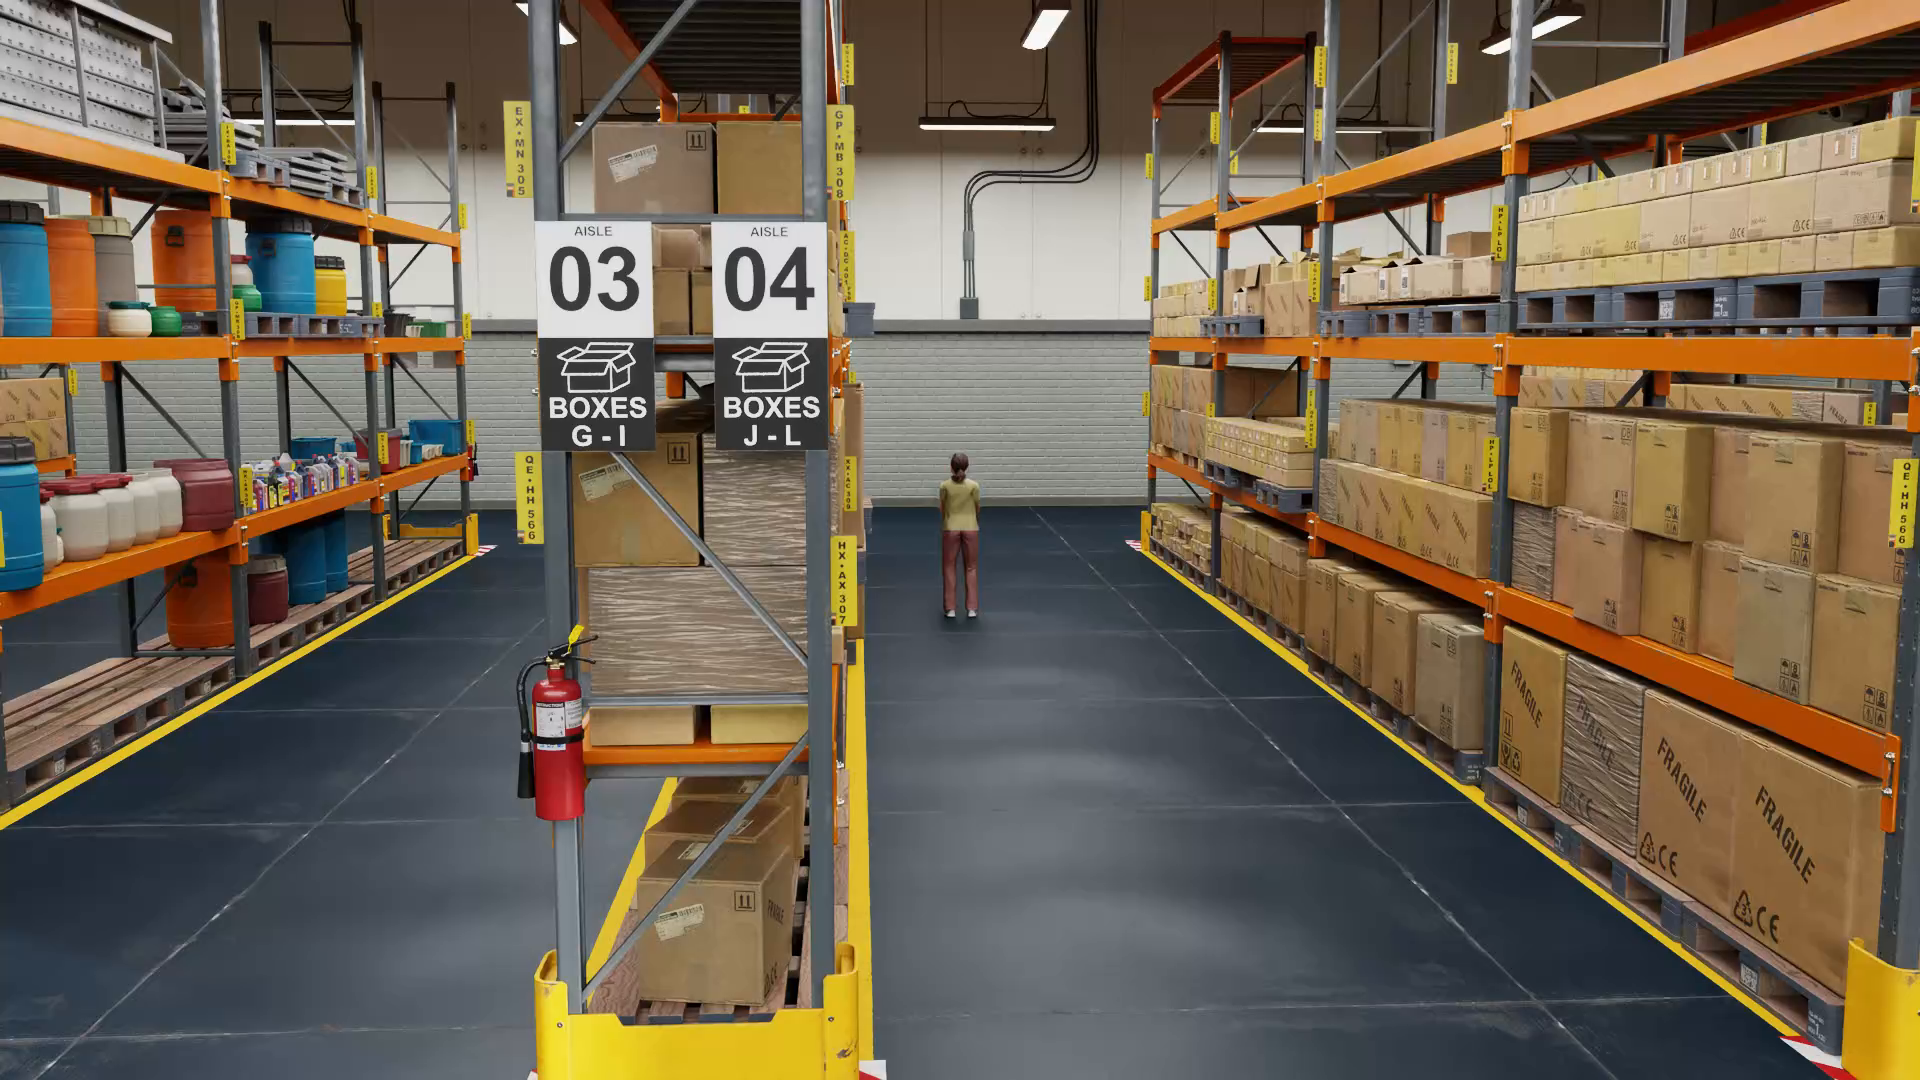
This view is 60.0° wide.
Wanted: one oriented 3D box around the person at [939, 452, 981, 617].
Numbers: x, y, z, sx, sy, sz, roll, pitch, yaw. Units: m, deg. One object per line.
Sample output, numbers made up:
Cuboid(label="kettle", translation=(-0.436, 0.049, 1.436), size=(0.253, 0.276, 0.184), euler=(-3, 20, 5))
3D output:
Cuboid(label="person", translation=(-0.003, -0.063, 16.824), size=(0.425, 1.664, 0.551), euler=(0, 7, -3))
